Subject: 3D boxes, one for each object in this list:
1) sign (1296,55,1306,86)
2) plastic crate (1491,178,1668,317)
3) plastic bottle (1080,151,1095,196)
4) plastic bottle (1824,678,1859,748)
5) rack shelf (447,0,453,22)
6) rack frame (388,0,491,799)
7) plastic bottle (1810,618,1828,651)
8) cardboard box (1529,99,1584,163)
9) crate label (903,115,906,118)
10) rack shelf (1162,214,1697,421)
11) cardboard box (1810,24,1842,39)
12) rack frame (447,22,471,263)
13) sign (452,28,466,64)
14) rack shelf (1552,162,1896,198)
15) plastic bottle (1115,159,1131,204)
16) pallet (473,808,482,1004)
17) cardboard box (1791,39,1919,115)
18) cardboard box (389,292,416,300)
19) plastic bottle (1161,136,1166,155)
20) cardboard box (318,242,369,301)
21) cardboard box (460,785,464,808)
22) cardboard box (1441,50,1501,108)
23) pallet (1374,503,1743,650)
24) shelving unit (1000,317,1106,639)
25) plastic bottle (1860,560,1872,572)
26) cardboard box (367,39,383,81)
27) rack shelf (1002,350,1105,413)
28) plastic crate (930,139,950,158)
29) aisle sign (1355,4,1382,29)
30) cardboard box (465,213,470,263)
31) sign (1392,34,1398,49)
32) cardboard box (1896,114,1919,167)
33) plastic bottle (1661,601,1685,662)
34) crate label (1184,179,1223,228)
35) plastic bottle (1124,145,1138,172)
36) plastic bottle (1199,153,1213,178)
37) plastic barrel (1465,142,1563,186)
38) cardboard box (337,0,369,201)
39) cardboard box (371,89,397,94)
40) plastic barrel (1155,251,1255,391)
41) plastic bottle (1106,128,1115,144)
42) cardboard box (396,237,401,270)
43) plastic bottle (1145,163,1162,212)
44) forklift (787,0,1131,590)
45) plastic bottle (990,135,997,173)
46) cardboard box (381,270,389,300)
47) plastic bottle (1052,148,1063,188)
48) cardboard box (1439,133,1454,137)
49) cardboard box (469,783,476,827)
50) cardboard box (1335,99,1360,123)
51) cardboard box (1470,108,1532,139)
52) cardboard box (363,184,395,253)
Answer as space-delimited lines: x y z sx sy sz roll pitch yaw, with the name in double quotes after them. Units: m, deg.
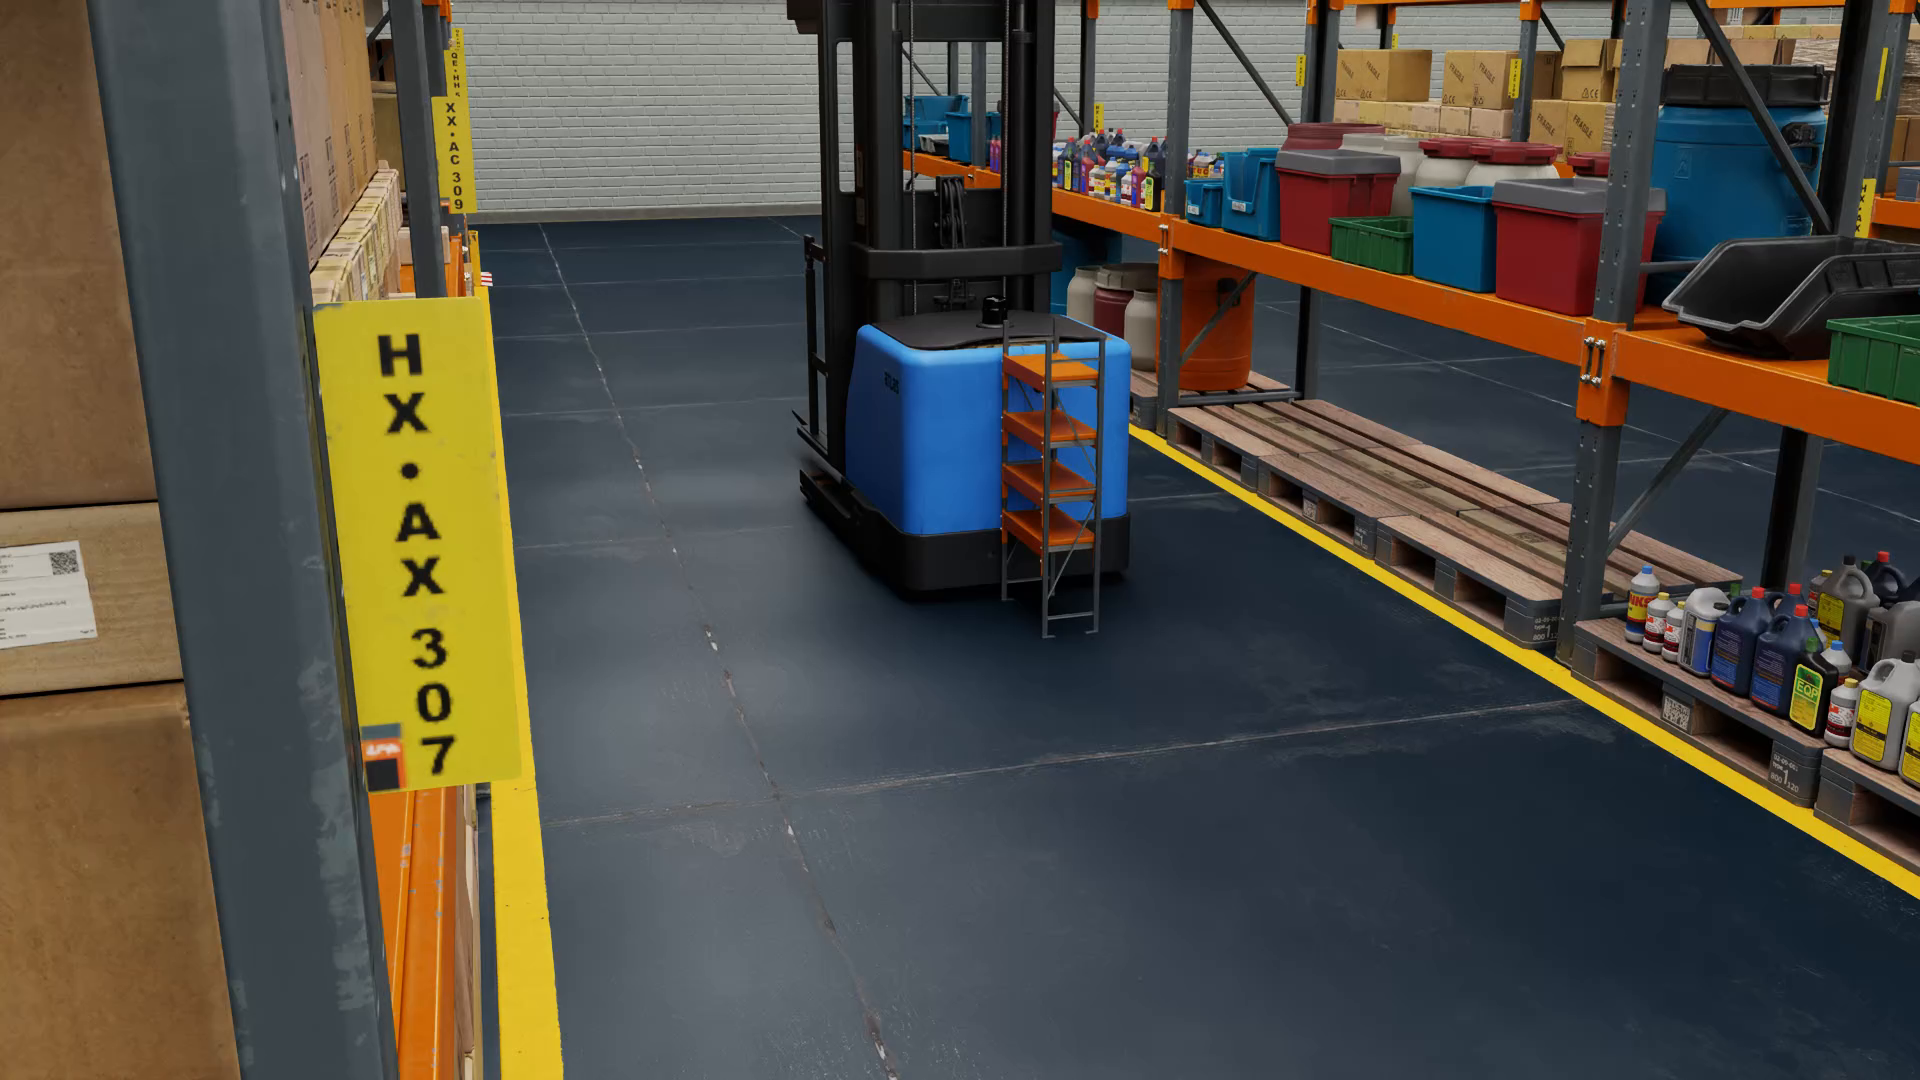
3.714 -5.115 18.124 0.100 0.325 0.005 -5 17 -15 "sign"
2.357 -1.134 6.402 0.402 0.464 0.583 -5 17 -15 "plastic crate"
0.850 -2.439 11.059 0.061 0.283 0.133 -5 17 -15 "plastic bottle"
2.715 0.524 5.092 0.097 0.201 0.097 0 17 0 "plastic bottle"
-4.727 -4.461 13.627 1.077 0.370 4.000 -5 17 -15 "rack shelf"
-1.979 -0.603 4.746 1.000 3.000 0.127 -5 17 -15 "rack frame"
2.763 0.389 5.421 0.097 0.271 0.097 0 17 0 "plastic bottle"
5.234 -3.499 14.213 0.500 0.500 0.500 -5 17 -15 "cardboard box"
-0.762 -4.167 16.798 0.416 0.233 0.303 -5 17 -15 "crate label"
2.235 -1.202 7.992 1.077 0.370 4.000 -5 17 -15 "rack shelf"
9.324 -5.167 17.512 0.500 0.500 0.500 -5 18 -17 "cardboard box"
-5.277 -3.922 15.796 1.000 3.000 0.127 -5 17 -15 "rack frame"
-4.738 -4.667 15.712 0.100 0.325 0.005 -5 17 -15 "sign"
5.898 -2.700 12.979 1.077 0.370 4.000 -5 17 -15 "rack shelf"
1.033 -2.268 10.511 0.097 0.271 0.097 0 17 0 "plastic bottle"
-1.801 0.956 4.404 1.003 0.211 1.213 -5 17 -15 "pallet"
6.262 -3.224 11.552 0.797 0.503 0.637 -4 17 -13 "cardboard box"
-2.026 -0.744 5.652 0.380 0.149 0.250 -5 17 -15 "cardboard box"
1.456 -2.650 11.646 0.144 0.351 0.185 -5 17 -15 "plastic bottle"
-1.202 -0.406 2.789 0.380 0.149 0.250 -5 17 -15 "cardboard box"
-1.515 0.404 4.140 0.500 0.500 0.500 -5 17 -15 "cardboard box"
4.831 -4.273 15.403 0.500 0.500 0.500 -5 17 -15 "cardboard box"
2.531 0.128 7.160 1.003 0.211 1.213 -5 17 -15 "pallet"
0.366 -0.259 6.729 0.258 1.200 0.503 -5 18 -17 "shelving unit"
3.234 0.203 6.018 0.061 0.283 0.133 -4 17 -12 "plastic bottle"
-4.566 -3.462 12.352 0.500 0.500 0.500 -5 17 -15 "cardboard box"
0.366 -0.635 6.615 0.258 0.148 0.480 -5 18 -17 "rack shelf"
0.020 -3.392 14.404 0.437 0.125 0.590 -5 17 -15 "plastic crate"
4.518 -5.993 18.171 0.394 0.787 0.004 -5 17 -15 "aisle sign"
-4.891 -2.805 15.657 0.500 0.500 0.500 -5 17 -15 "cardboard box"
4.775 -5.412 18.330 0.100 0.325 0.005 -5 17 -15 "sign"
6.576 -2.696 11.538 0.500 0.500 0.500 -4 17 -14 "cardboard box"
2.506 0.315 5.790 0.097 0.201 0.097 0 17 0 "plastic bottle"
1.441 -1.874 9.267 0.303 0.233 0.416 -5 17 -15 "crate label"
1.230 -2.705 11.966 0.097 0.271 0.097 0 17 0 "plastic bottle"
1.644 -2.447 11.107 0.097 0.271 0.097 0 17 0 "plastic bottle"
2.531 -1.544 7.641 0.433 0.535 0.433 0 17 0 "plastic barrel"
-1.711 -1.010 3.673 0.700 0.500 0.500 -5 17 -15 "cardboard box"
-3.428 -2.392 9.797 0.700 0.500 0.500 -1 17 -5 "cardboard box"
1.534 -1.396 10.428 0.600 0.830 0.708 -5 17 -15 "plastic barrel"
1.153 -2.955 12.660 0.144 0.351 0.185 -5 17 -15 "plastic bottle"
-2.674 -1.241 7.306 0.380 0.149 0.250 -3 17 -11 "cardboard box"
1.164 -2.122 10.007 0.061 0.283 0.133 -5 17 -15 "plastic bottle"
-0.193 -1.575 8.102 1.130 2.935 3.031 -5 18 -17 "forklift"
0.277 -3.016 12.980 0.061 0.283 0.133 -5 17 -15 "plastic bottle"
-1.851 -0.529 4.325 0.700 0.500 0.500 -5 17 -17 "cardboard box"
0.697 -2.605 11.635 0.097 0.271 0.097 0 17 0 "plastic bottle"
4.737 -3.750 15.658 0.380 0.149 0.250 -4 17 -14 "cardboard box"
-1.642 0.624 4.712 0.500 0.250 0.500 -5 17 -15 "cardboard box"
4.270 -4.478 17.389 0.500 0.250 0.500 -5 17 -16 "cardboard box"
4.975 -3.770 15.033 0.500 0.250 0.500 -5 17 -16 "cardboard box"
-1.558 -0.763 3.976 0.380 0.149 0.250 -5 17 -17 "cardboard box"
